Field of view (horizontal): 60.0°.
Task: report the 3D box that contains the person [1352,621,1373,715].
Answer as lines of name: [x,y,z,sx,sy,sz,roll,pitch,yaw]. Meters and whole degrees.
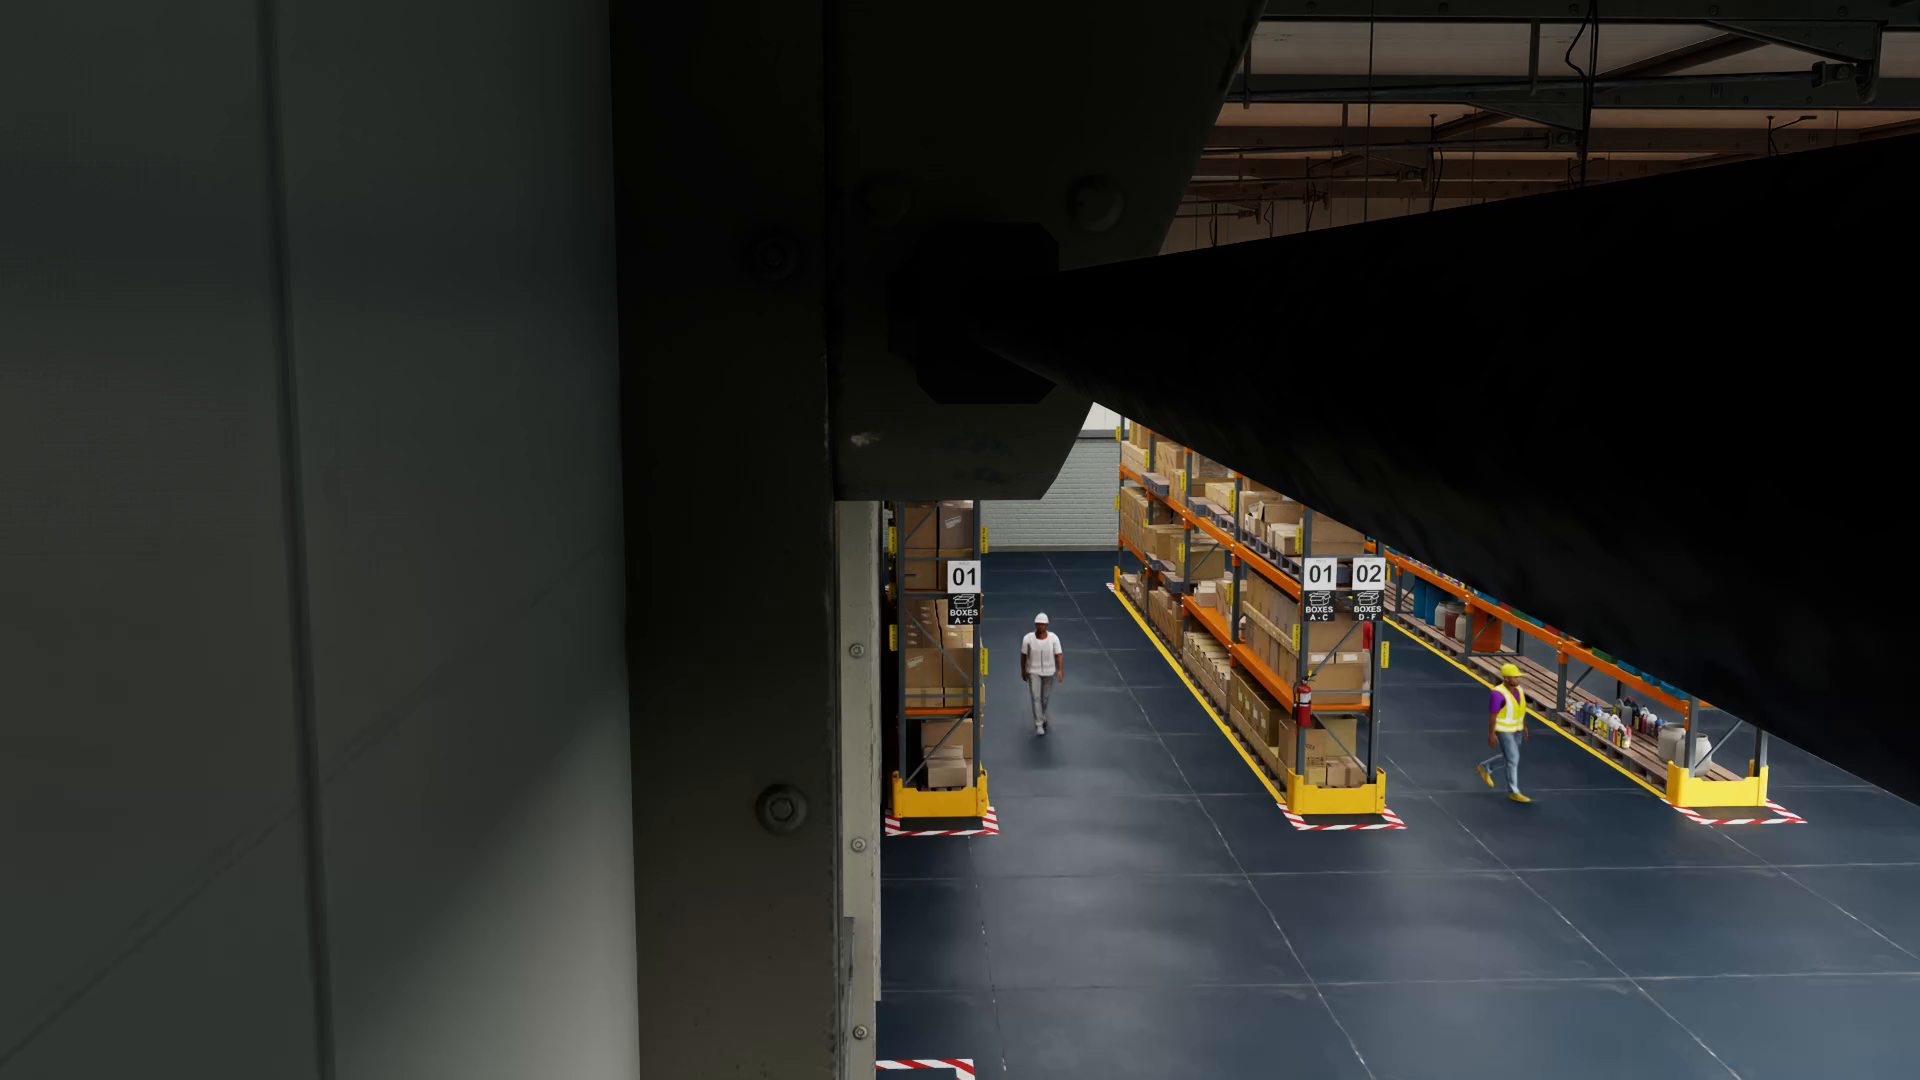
person: [6.078,1.836,25.416,0.582,1.723,0.547,0,8,3]

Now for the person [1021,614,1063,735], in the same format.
person: [1.214,1.950,24.543,0.594,1.709,1.081,-1,8,-5]

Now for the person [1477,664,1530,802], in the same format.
person: [6.971,2.419,21.263,0.608,1.751,0.862,-6,10,-36]
